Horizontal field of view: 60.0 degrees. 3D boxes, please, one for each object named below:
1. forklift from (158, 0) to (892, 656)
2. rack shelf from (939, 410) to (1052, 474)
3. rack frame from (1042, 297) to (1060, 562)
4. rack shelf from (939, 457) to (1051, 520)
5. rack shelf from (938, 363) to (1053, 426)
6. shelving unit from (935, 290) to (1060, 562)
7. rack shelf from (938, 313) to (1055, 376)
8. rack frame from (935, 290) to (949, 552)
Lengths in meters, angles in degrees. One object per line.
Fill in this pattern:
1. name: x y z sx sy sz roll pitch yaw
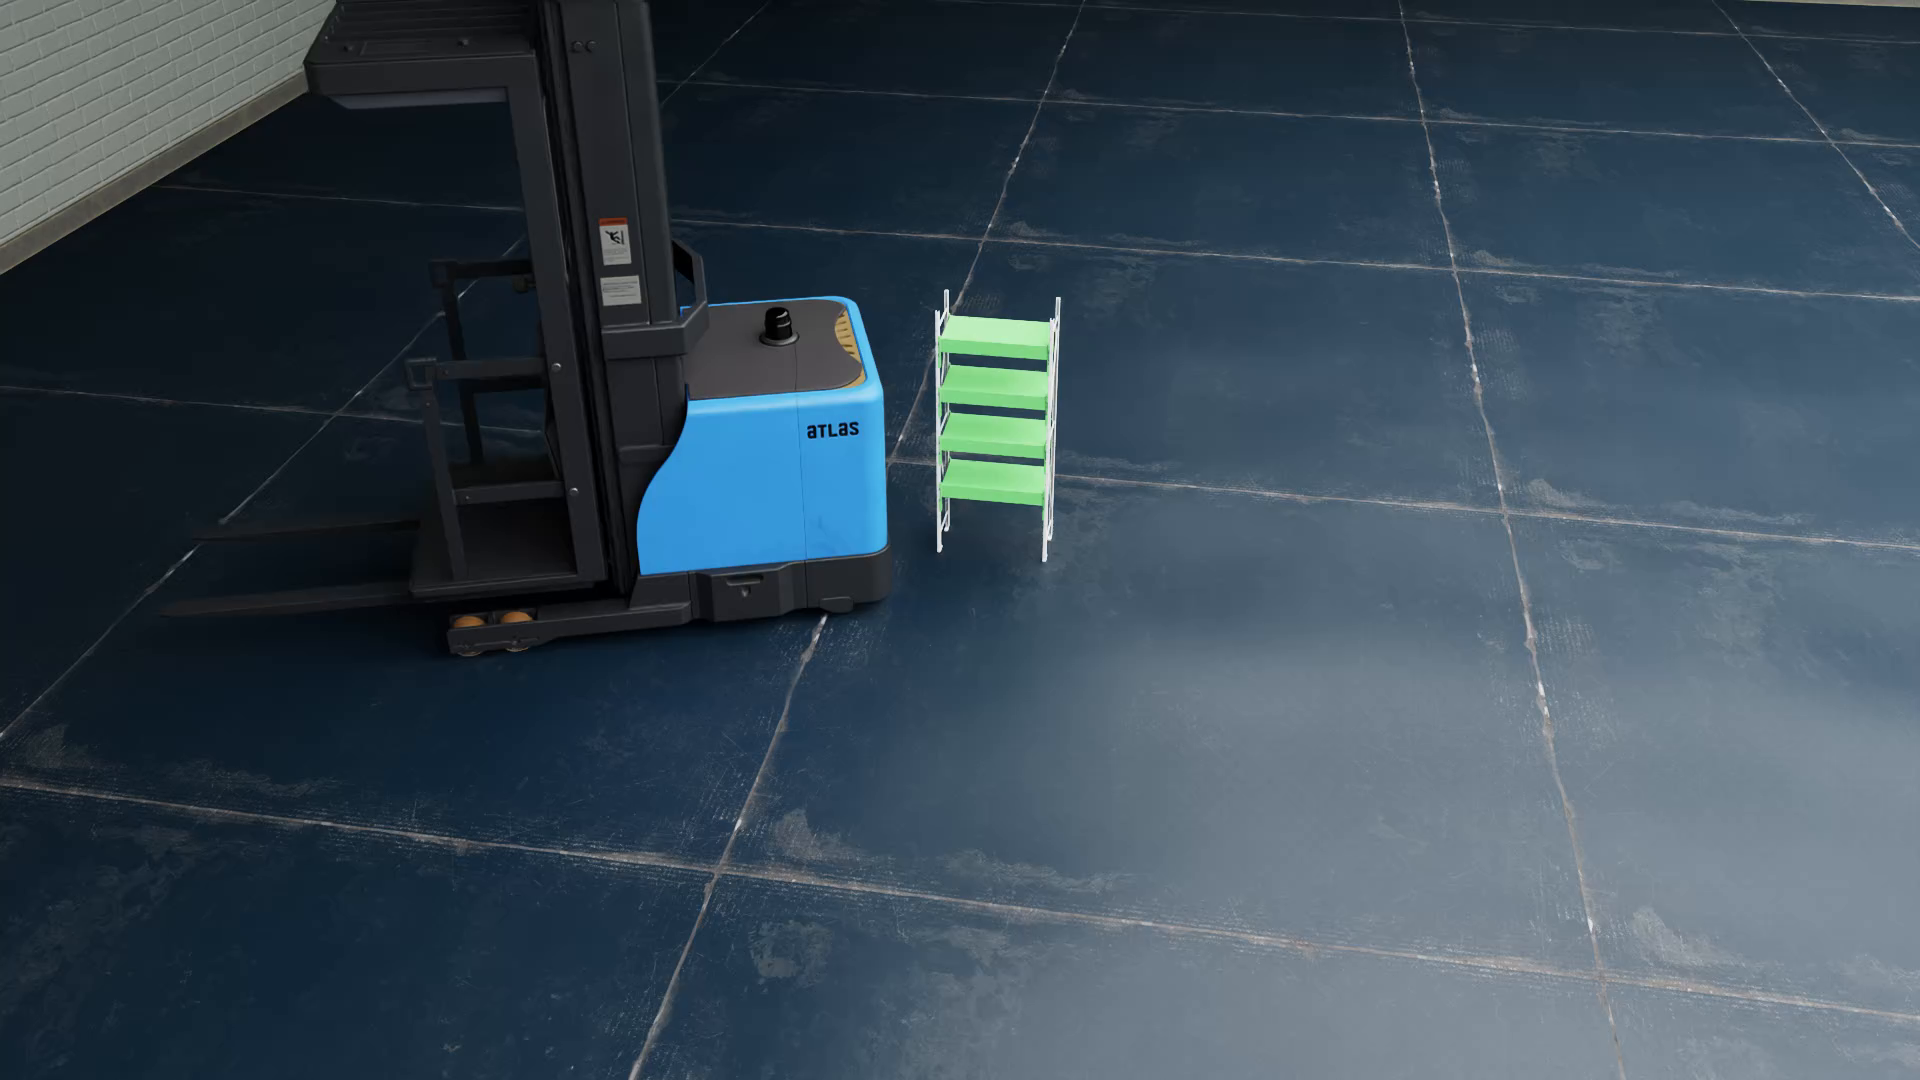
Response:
1. forklift: -1.865 -1.058 6.678 3.031 2.935 1.130 -5 32 -8
2. rack shelf: 0.163 -0.440 7.442 0.480 0.148 0.258 5 32 8
3. rack frame: 0.404 -0.472 7.373 0.015 1.200 0.240 5 32 8
4. rack shelf: 0.163 -0.236 7.569 0.480 0.148 0.258 5 32 8
5. rack shelf: 0.163 -0.643 7.315 0.480 0.148 0.258 5 32 8
6. shelving unit: 0.163 -0.494 7.408 0.503 1.200 0.258 5 32 8
7. rack shelf: 0.163 -0.847 7.187 0.480 0.148 0.258 5 32 8
8. rack frame: -0.077 -0.516 7.443 0.015 1.200 0.240 5 32 8
